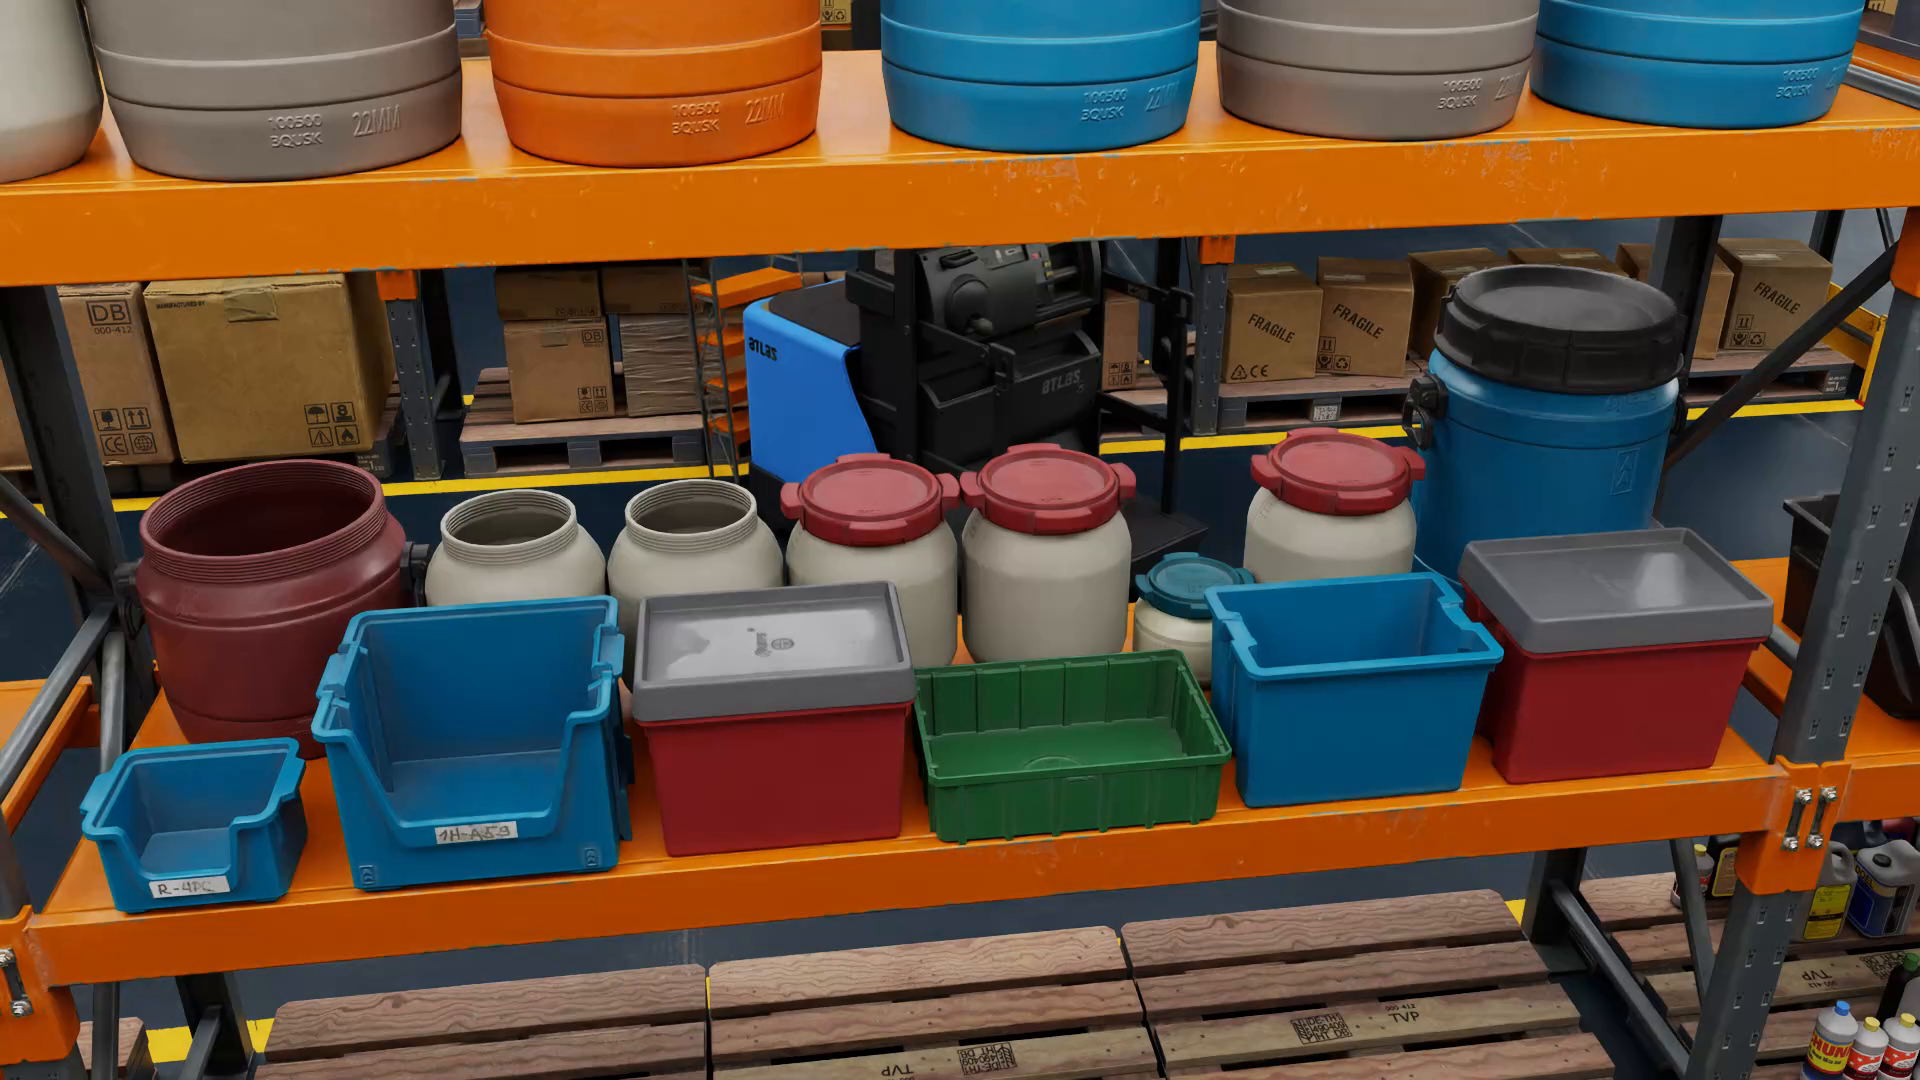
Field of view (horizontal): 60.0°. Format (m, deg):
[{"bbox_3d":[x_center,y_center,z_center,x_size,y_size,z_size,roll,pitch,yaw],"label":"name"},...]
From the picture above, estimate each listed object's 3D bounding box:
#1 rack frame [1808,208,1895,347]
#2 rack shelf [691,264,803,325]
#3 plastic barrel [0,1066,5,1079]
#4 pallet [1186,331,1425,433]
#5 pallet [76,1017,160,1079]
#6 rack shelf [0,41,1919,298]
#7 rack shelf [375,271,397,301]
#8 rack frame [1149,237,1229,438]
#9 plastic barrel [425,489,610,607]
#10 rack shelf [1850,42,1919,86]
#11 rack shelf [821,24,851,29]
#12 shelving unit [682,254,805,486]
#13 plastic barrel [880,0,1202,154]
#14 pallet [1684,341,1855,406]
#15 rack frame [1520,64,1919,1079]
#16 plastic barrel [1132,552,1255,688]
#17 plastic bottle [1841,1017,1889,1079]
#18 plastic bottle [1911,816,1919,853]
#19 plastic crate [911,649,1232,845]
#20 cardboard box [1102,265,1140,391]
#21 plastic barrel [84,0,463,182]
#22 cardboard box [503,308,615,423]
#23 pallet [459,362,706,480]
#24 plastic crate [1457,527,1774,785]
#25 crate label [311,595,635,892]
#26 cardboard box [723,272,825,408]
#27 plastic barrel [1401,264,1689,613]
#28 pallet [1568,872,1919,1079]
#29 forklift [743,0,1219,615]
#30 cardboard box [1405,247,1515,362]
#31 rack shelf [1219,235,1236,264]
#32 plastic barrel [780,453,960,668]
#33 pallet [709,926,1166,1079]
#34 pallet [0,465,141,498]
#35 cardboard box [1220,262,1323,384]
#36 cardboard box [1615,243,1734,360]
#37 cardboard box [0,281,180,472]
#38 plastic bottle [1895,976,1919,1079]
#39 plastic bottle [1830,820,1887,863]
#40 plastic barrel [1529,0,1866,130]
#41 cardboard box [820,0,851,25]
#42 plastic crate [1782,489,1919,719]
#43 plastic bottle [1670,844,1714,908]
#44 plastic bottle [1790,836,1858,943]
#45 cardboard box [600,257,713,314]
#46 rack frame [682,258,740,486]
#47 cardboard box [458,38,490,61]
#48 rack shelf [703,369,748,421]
[{"bbox_3d":[5.189,-2.361,9.065,0.127,3.000,1.000,-4,27,-7],"label":"rack frame"},{"bbox_3d":[-1.002,-1.153,7.803,0.480,0.148,0.258,-22,30,-37],"label":"rack shelf"},{"bbox_3d":[-2.525,1.205,4.034,0.708,0.830,0.600,-4,27,-7],"label":"plastic barrel"},{"bbox_3d":[1.888,-0.924,9.320,1.213,0.211,1.003,-4,27,-7],"label":"pallet"},{"bbox_3d":[-2.818,1.697,4.212,1.213,0.211,1.003,-4,27,-7],"label":"pallet"},{"bbox_3d":[-0.062,-0.755,3.437,4.000,0.370,1.077,-4,27,-7],"label":"rack shelf"},{"bbox_3d":[-4.713,-1.405,7.990,4.000,0.370,1.077,-4,27,-7],"label":"rack shelf"},{"bbox_3d":[1.228,-2.106,8.569,0.127,3.000,1.000,-4,27,-7],"label":"rack frame"},{"bbox_3d":[-1.054,0.175,4.000,0.421,0.512,0.421,0,27,0],"label":"plastic barrel"},{"bbox_3d":[3.899,-1.009,3.933,4.000,0.370,1.077,-4,27,-7],"label":"rack shelf"},{"bbox_3d":[-1.343,-3.908,12.868,4.000,0.370,1.077,-4,27,-7],"label":"rack shelf"},{"bbox_3d":[-0.979,-0.793,7.959,0.503,1.200,0.258,-22,30,-37],"label":"shelving unit"},{"bbox_3d":[0.149,-1.211,2.990,0.708,0.901,0.600,-4,27,-7],"label":"plastic barrel"},{"bbox_3d":[4.304,-1.080,9.623,1.213,0.211,1.003,-4,27,-7],"label":"pallet"},{"bbox_3d":[1.918,0.133,4.206,0.127,3.000,1.000,-4,27,-7],"label":"rack frame"},{"bbox_3d":[0.586,0.209,4.208,0.301,0.262,0.301,0,27,0],"label":"plastic barrel"},{"bbox_3d":[2.395,1.353,4.410,0.097,0.201,0.097,0,27,0],"label":"plastic bottle"},{"bbox_3d":[3.025,0.912,5.107,0.185,0.351,0.144,-4,27,-7],"label":"plastic bottle"},{"bbox_3d":[0.233,0.465,3.789,0.662,0.188,0.450,-4,27,-7],"label":"plastic crate"},{"bbox_3d":[0.617,-1.161,8.982,0.500,0.500,0.700,-6,28,-11],"label":"cardboard box"},{"bbox_3d":[-1.199,-1.125,2.821,0.600,0.901,0.600,0,27,0],"label":"plastic barrel"},{"bbox_3d":[-2.072,-0.987,8.644,0.500,0.500,0.700,-5,28,-10],"label":"cardboard box"},{"bbox_3d":[-1.959,-0.660,8.806,1.213,0.211,1.003,-4,27,-7],"label":"pallet"},{"bbox_3d":[1.481,0.273,3.861,0.583,0.464,0.402,-4,27,-7],"label":"plastic crate"},{"bbox_3d":[-1.021,0.431,3.586,0.616,0.435,0.502,-4,27,-7],"label":"crate label"},{"bbox_3d":[-0.964,-1.067,8.801,0.500,0.500,0.700,-1,27,-3],"label":"cardboard box"},{"bbox_3d":[1.493,-0.203,4.310,0.708,0.901,0.600,-4,27,-7],"label":"plastic barrel"},{"bbox_3d":[2.589,1.350,4.889,1.213,0.211,1.003,-4,27,-7],"label":"pallet"},{"bbox_3d":[0.354,-1.047,6.581,1.130,2.935,3.031,-22,34,-36],"label":"forklift"},{"bbox_3d":[2.800,-1.303,9.282,0.500,0.500,0.500,-6,28,-12],"label":"cardboard box"},{"bbox_3d":[3.209,-1.913,8.981,4.000,0.370,1.077,-4,27,-7],"label":"rack shelf"},{"bbox_3d":[-0.215,0.108,4.105,0.433,0.535,0.433,0,27,0],"label":"plastic barrel"},{"bbox_3d":[-0.065,1.520,4.556,1.213,0.211,1.003,-4,27,-7],"label":"pallet"},{"bbox_3d":[-4.730,-0.519,8.530,1.213,0.211,1.003,-4,27,-7],"label":"pallet"},{"bbox_3d":[1.630,-1.188,9.058,0.500,0.500,0.500,-4,28,-9],"label":"cardboard box"},{"bbox_3d":[3.981,-1.350,9.373,0.500,0.500,0.500,3,27,6],"label":"cardboard box"},{"bbox_3d":[-4.303,-1.006,8.292,0.875,0.875,1.225,-4,27,-7],"label":"cardboard box"},{"bbox_3d":[2.611,1.294,4.444,0.135,0.276,0.152,-3,27,-5],"label":"plastic bottle"},{"bbox_3d":[2.706,0.932,5.067,0.185,0.351,0.144,-5,28,-10],"label":"plastic bottle"},{"bbox_3d":[1.445,-1.294,3.152,0.708,0.901,0.600,-4,27,-7],"label":"plastic barrel"},{"bbox_3d":[-0.843,-4.181,12.503,0.500,0.500,0.500,-3,27,-7],"label":"cardboard box"},{"bbox_3d":[2.454,0.185,4.173,0.504,0.338,0.767,-4,27,-7],"label":"plastic crate"},{"bbox_3d":[2.234,1.018,5.063,0.097,0.201,0.097,0,27,0],"label":"plastic bottle"},{"bbox_3d":[2.536,1.009,4.917,0.185,0.351,0.144,-4,27,-7],"label":"plastic bottle"},{"bbox_3d":[-1.550,-1.364,8.557,0.500,0.250,0.500,-1,27,-1],"label":"cardboard box"},{"bbox_3d":[-1.160,-0.719,7.813,0.015,1.200,0.240,-22,30,-37],"label":"rack frame"},{"bbox_3d":[-2.204,-2.136,8.057,0.500,0.500,0.500,-7,28,-13],"label":"cardboard box"},{"bbox_3d":[-0.975,-0.732,7.986,0.480,0.148,0.258,-22,30,-37],"label":"rack shelf"}]
